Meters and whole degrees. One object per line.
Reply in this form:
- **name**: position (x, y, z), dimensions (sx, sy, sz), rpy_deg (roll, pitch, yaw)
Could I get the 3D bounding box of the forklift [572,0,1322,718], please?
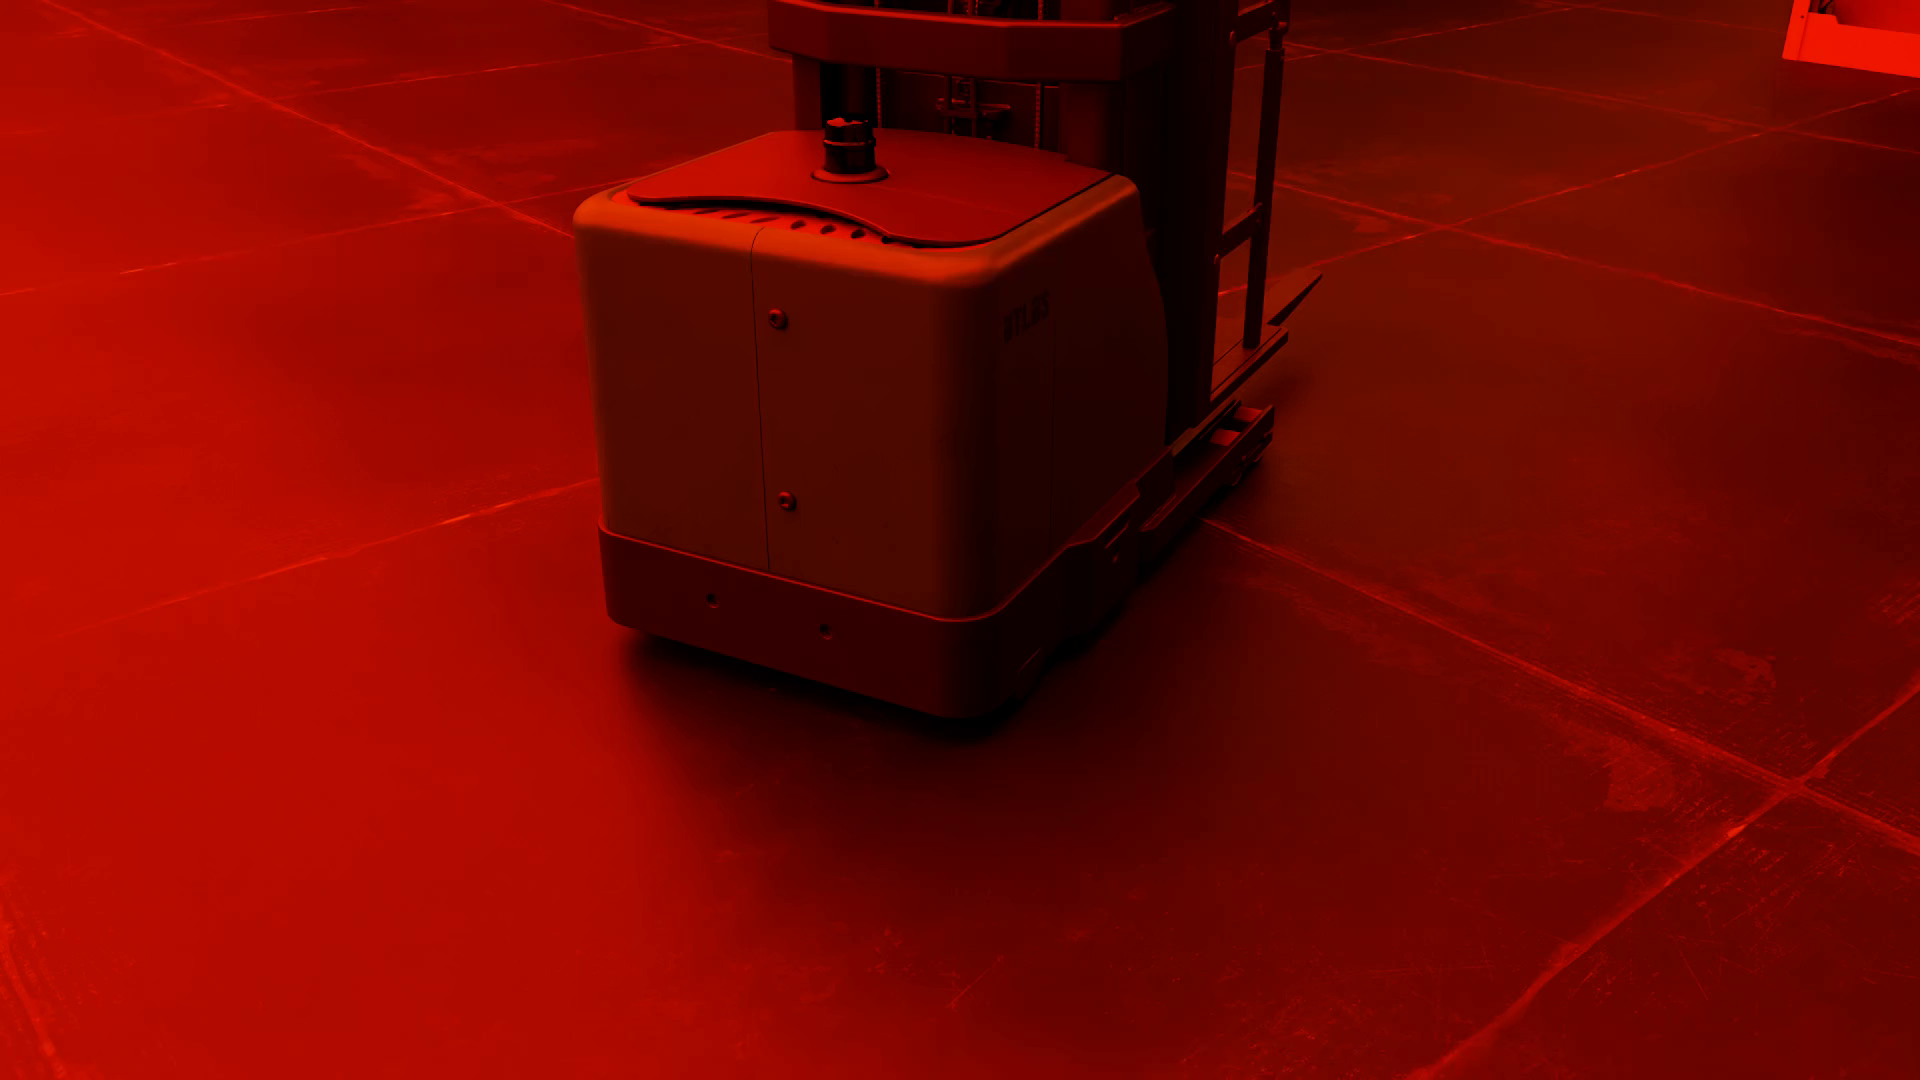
- **forklift**: position (0.285, -1.552, 4.331), dimensions (1.130, 2.935, 3.031), rpy_deg (13, 29, 25)
